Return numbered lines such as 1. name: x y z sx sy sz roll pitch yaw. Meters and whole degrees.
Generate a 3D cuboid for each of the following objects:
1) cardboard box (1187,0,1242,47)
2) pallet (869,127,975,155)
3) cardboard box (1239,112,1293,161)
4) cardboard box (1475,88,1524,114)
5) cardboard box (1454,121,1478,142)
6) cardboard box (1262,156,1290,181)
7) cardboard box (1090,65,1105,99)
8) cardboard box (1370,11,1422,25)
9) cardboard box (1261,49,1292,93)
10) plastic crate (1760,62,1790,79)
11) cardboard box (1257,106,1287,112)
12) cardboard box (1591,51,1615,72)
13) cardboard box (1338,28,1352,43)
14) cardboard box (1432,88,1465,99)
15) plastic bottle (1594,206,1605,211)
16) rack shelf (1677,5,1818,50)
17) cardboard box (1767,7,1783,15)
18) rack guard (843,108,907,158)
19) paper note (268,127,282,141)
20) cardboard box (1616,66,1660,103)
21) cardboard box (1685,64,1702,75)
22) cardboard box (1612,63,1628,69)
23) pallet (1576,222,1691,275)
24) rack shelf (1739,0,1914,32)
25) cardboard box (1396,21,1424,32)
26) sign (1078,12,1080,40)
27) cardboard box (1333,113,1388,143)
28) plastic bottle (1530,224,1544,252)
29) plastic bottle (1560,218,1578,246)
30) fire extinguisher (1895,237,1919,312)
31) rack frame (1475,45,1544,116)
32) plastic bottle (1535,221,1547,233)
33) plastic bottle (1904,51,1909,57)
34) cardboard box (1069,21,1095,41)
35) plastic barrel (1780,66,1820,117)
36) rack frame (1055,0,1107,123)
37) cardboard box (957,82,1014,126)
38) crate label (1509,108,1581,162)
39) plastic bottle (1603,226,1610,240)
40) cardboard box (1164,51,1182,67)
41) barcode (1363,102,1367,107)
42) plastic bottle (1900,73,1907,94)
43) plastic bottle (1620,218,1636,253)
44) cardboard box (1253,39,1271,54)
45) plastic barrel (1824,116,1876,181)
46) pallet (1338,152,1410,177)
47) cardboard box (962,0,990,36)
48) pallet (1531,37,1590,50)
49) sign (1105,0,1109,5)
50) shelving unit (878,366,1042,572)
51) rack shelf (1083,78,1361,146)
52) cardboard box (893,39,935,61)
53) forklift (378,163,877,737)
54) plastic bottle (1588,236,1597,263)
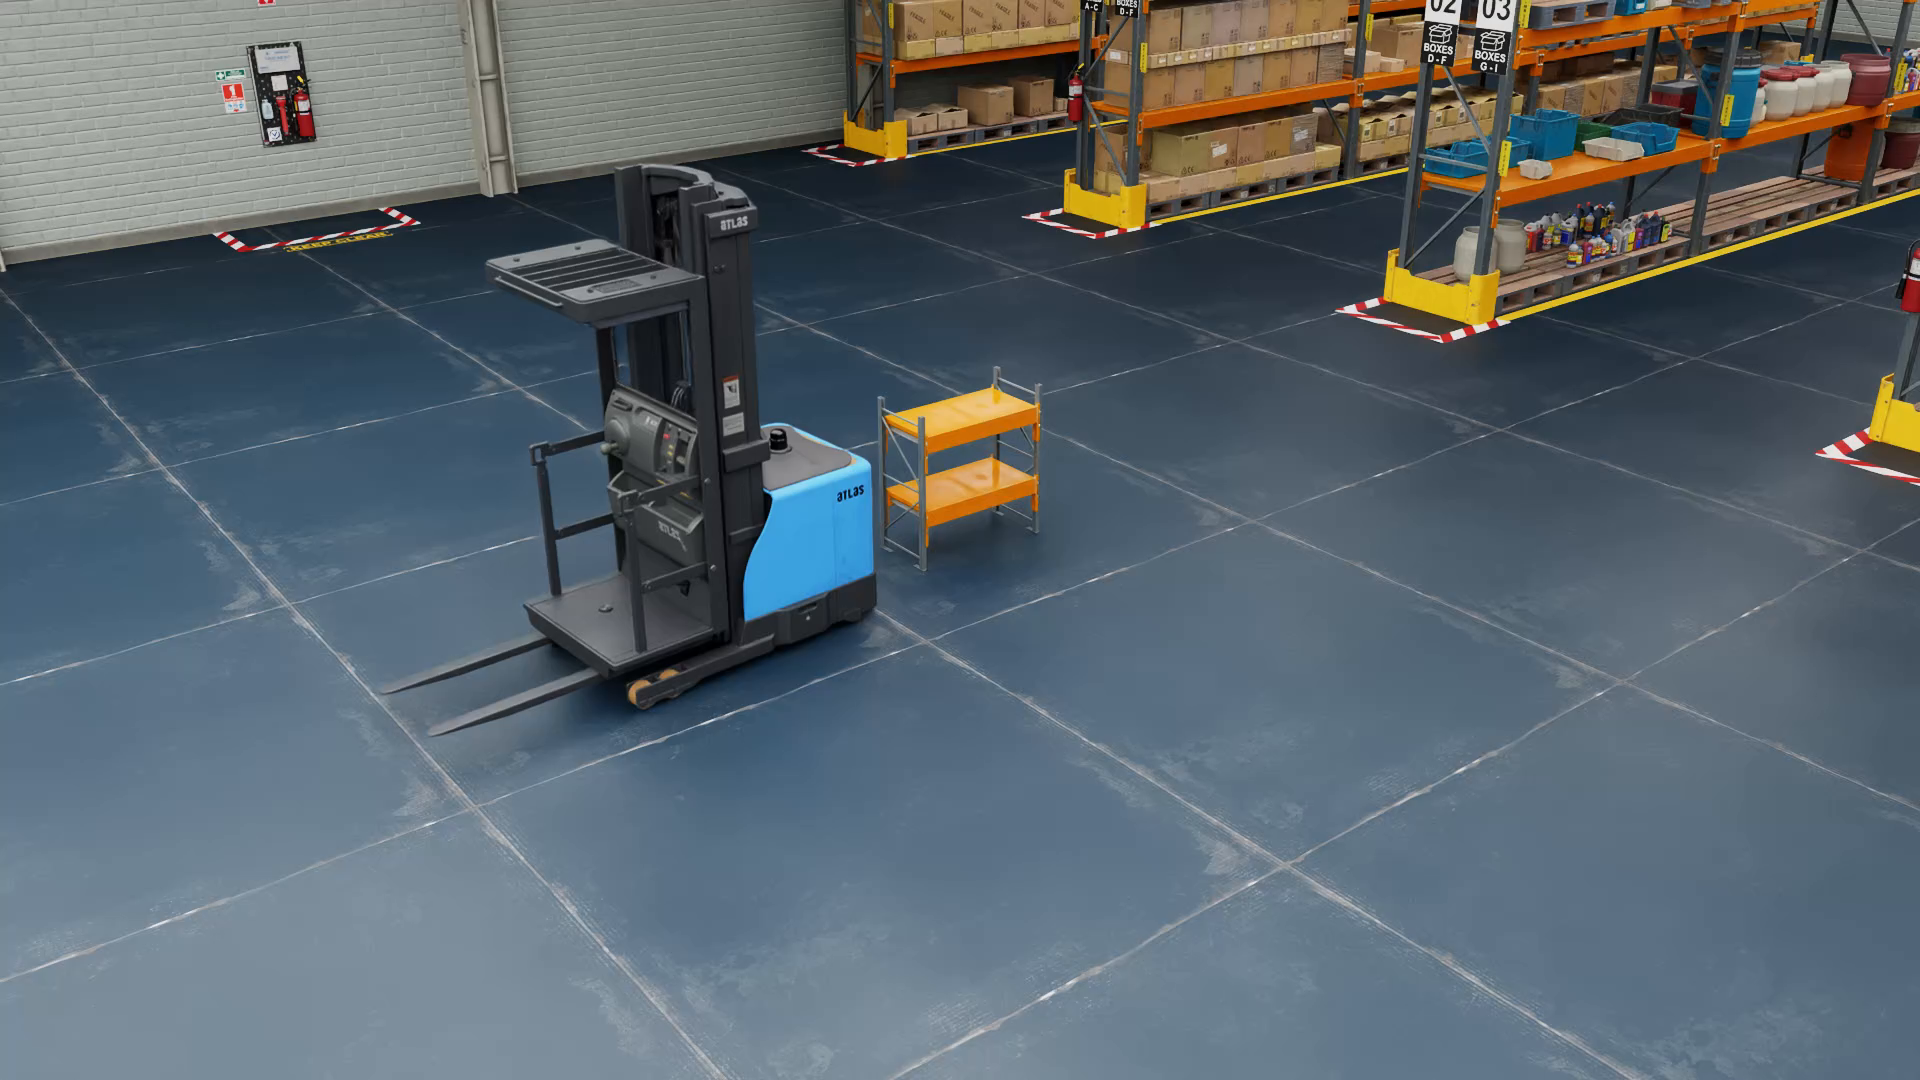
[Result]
1. cardboard box: 3.003 -6.354 20.344 0.500 0.500 0.700 -18 30 -34
2. pallet: -0.559 -5.914 24.368 1.213 0.211 1.003 -18 31 -34
3. cardboard box: 3.905 -5.192 21.377 0.500 0.500 0.500 -18 31 -34
4. cardboard box: 7.815 -6.377 24.157 0.500 0.311 0.500 -17 30 -33
5. cardboard box: 7.010 -5.858 23.705 0.500 0.250 0.500 -17 30 -33
6. cardboard box: 3.913 -4.847 21.526 0.500 0.250 0.500 -18 31 -34
7. cardboard box: 2.437 -7.261 26.406 0.500 0.500 0.700 -17 30 -32
8. cardboard box: 7.732 -9.080 29.933 0.750 0.750 0.750 -18 30 -33
9. cardboard box: 3.774 -6.018 21.163 0.500 0.500 0.700 -18 30 -33
10. plastic crate: 9.668 -5.466 20.016 0.583 0.464 0.402 -18 31 -34
11. cardboard box: 3.981 -5.493 22.025 0.500 0.500 0.500 -18 31 -34
12. cardboard box: 9.905 -7.538 26.111 0.500 0.250 0.500 -18 30 -34
13. cardboard box: 4.845 -6.556 21.552 0.250 0.149 0.380 -18 31 -34
14. cardboard box: 7.073 -6.417 24.242 0.500 0.311 0.500 -19 31 -35
15. plastic bottle: 7.222 -3.650 18.891 0.135 0.276 0.152 -17 30 -32
16. rack shelf: 12.796 -8.630 27.763 4.000 0.370 1.077 -18 31 -34
17. cardboard box: 13.384 -9.051 27.697 0.500 0.500 0.500 -18 30 -34
18. rack guard: -1.220 -5.845 23.878 0.348 0.500 1.175 -18 31 -34
19. paper note: -8.135 -4.817 19.740 0.142 0.148 0.016 -18 31 -34
20. cardboard box: 10.617 -7.153 26.174 0.500 0.500 0.500 -18 30 -34
21. cardboard box: 12.086 -7.853 27.907 0.500 0.311 0.500 -18 31 -34
22. cardboard box: 10.279 -7.315 26.522 0.500 0.500 0.500 -18 30 -33
23. pallet: 7.427 -3.291 18.718 1.213 0.211 1.003 -18 31 -34
24. rack shelf: 9.555 -6.270 19.116 4.000 0.370 1.077 -18 31 -34
25. cardboard box: 6.350 -6.865 22.987 0.500 0.500 0.500 -18 30 -34
26. sign: 1.456 -6.135 19.877 0.005 0.325 0.100 -18 31 -34
27. cardboard box: 5.406 -5.581 22.440 0.500 0.311 0.500 -18 30 -34
28. plastic bottle: 6.289 -3.288 18.104 0.133 0.283 0.061 -18 31 -34
29. plastic bottle: 6.718 -3.406 18.367 0.135 0.276 0.152 -18 31 -34
30. fire extinguisher: 7.515 -2.124 12.984 0.183 0.674 0.296 -18 31 -34
31. rack frame: 8.075 -7.397 24.253 0.127 3.000 1.000 -18 31 -34
32. plastic bottle: 6.332 -3.356 18.259 0.135 0.276 0.152 -19 31 -35
33. plastic bottle: 12.658 -6.420 22.301 0.097 0.271 0.097 0 25 0
34. cardboard box: 1.682 -7.716 25.094 0.500 0.250 0.500 -18 30 -34
35. plastic barrel: 9.787 -5.257 19.480 0.433 0.535 0.433 0 25 0
36. rack frame: 1.868 -7.998 25.548 0.127 3.000 1.000 -18 31 -34
37. cardboard box: 0.377 -6.497 24.760 0.500 0.500 0.700 -21 32 -37
38. crate label: 6.115 -4.261 17.454 0.616 0.435 0.502 -18 31 -34
39. plastic bottle: 7.050 -3.282 18.089 0.133 0.283 0.061 -18 31 -34
40. cardboard box: 2.427 -5.759 19.834 0.250 0.149 0.380 -19 31 -35
41. barcode: 5.385 -5.788 22.092 0.075 0.075 0.001 -18 31 -34
42. plastic bottle: 11.777 -5.724 20.799 0.097 0.271 0.097 0 25 0
43. plastic bottle: 7.247 -3.318 18.087 0.185 0.351 0.144 -18 31 -34
44. cardboard box: 3.638 -6.157 20.691 0.250 0.149 0.380 -17 30 -32
45. plastic barrel: 11.503 -5.094 21.370 0.708 0.830 0.600 -18 31 -34
46. pallet: 5.483 -5.298 23.042 1.213 0.211 1.003 -18 31 -34
47. cardboard box: 0.087 -7.522 23.786 0.500 0.500 0.500 -19 31 -36
48. pallet: 8.565 -7.510 24.723 1.003 0.211 1.213 -18 31 -34
49. sign: 2.208 -8.213 24.983 0.005 0.325 0.100 -18 31 -34
50. shelving unit: 0.005 -0.512 11.644 1.048 1.125 0.538 -18 31 -34
51. rack shelf: 3.353 -5.512 21.046 4.000 0.370 1.077 -18 31 -34
52. cardboard box: -0.700 -6.922 23.383 0.500 0.250 0.500 -19 31 -35
53. forklift: -1.976 -0.588 9.662 3.031 2.935 1.130 -21 32 -37
54. plastic bottle: 6.722 -3.096 17.704 0.097 0.271 0.097 0 25 0
